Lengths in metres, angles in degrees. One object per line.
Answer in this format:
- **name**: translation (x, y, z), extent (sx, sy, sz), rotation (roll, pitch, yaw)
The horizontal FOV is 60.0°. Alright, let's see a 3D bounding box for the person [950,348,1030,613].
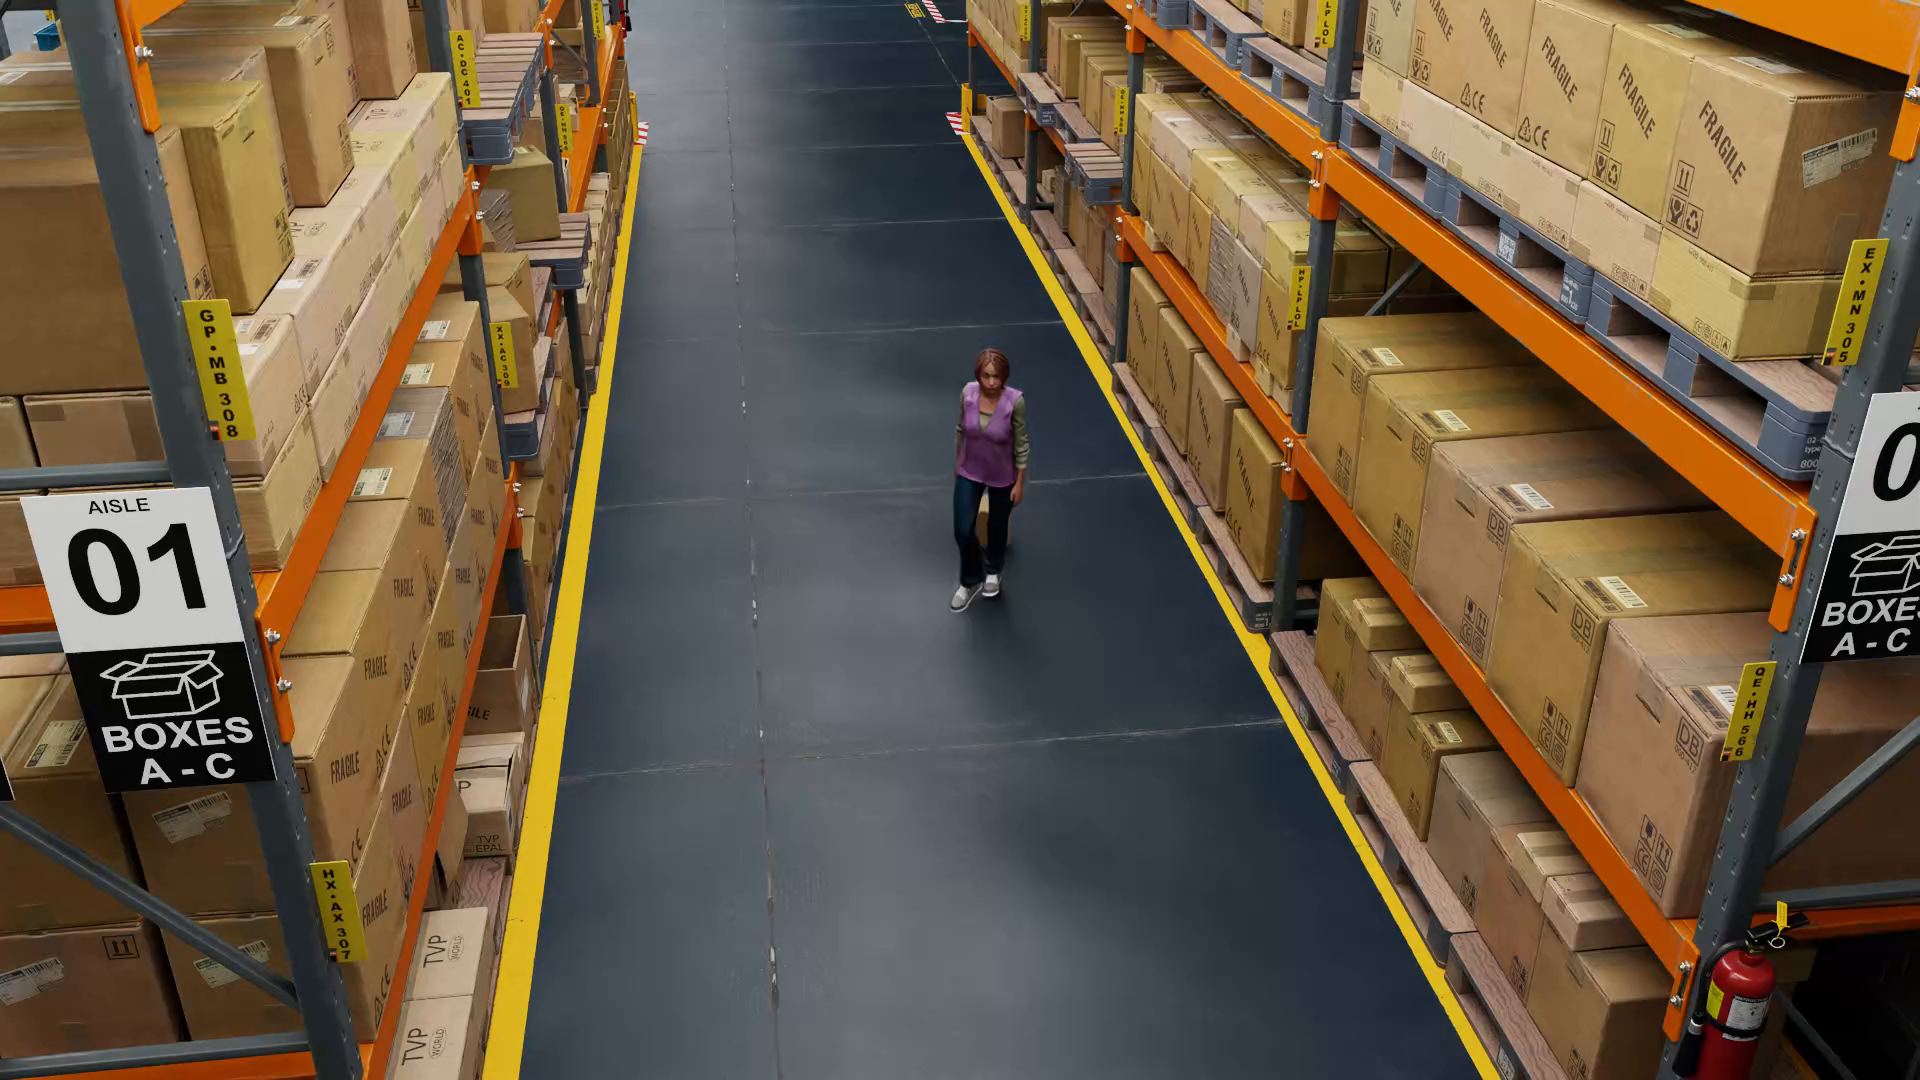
- **person**: translation (0.174, -0.358, 9.298), extent (0.443, 1.593, 0.510), rotation (5, 28, 9)
